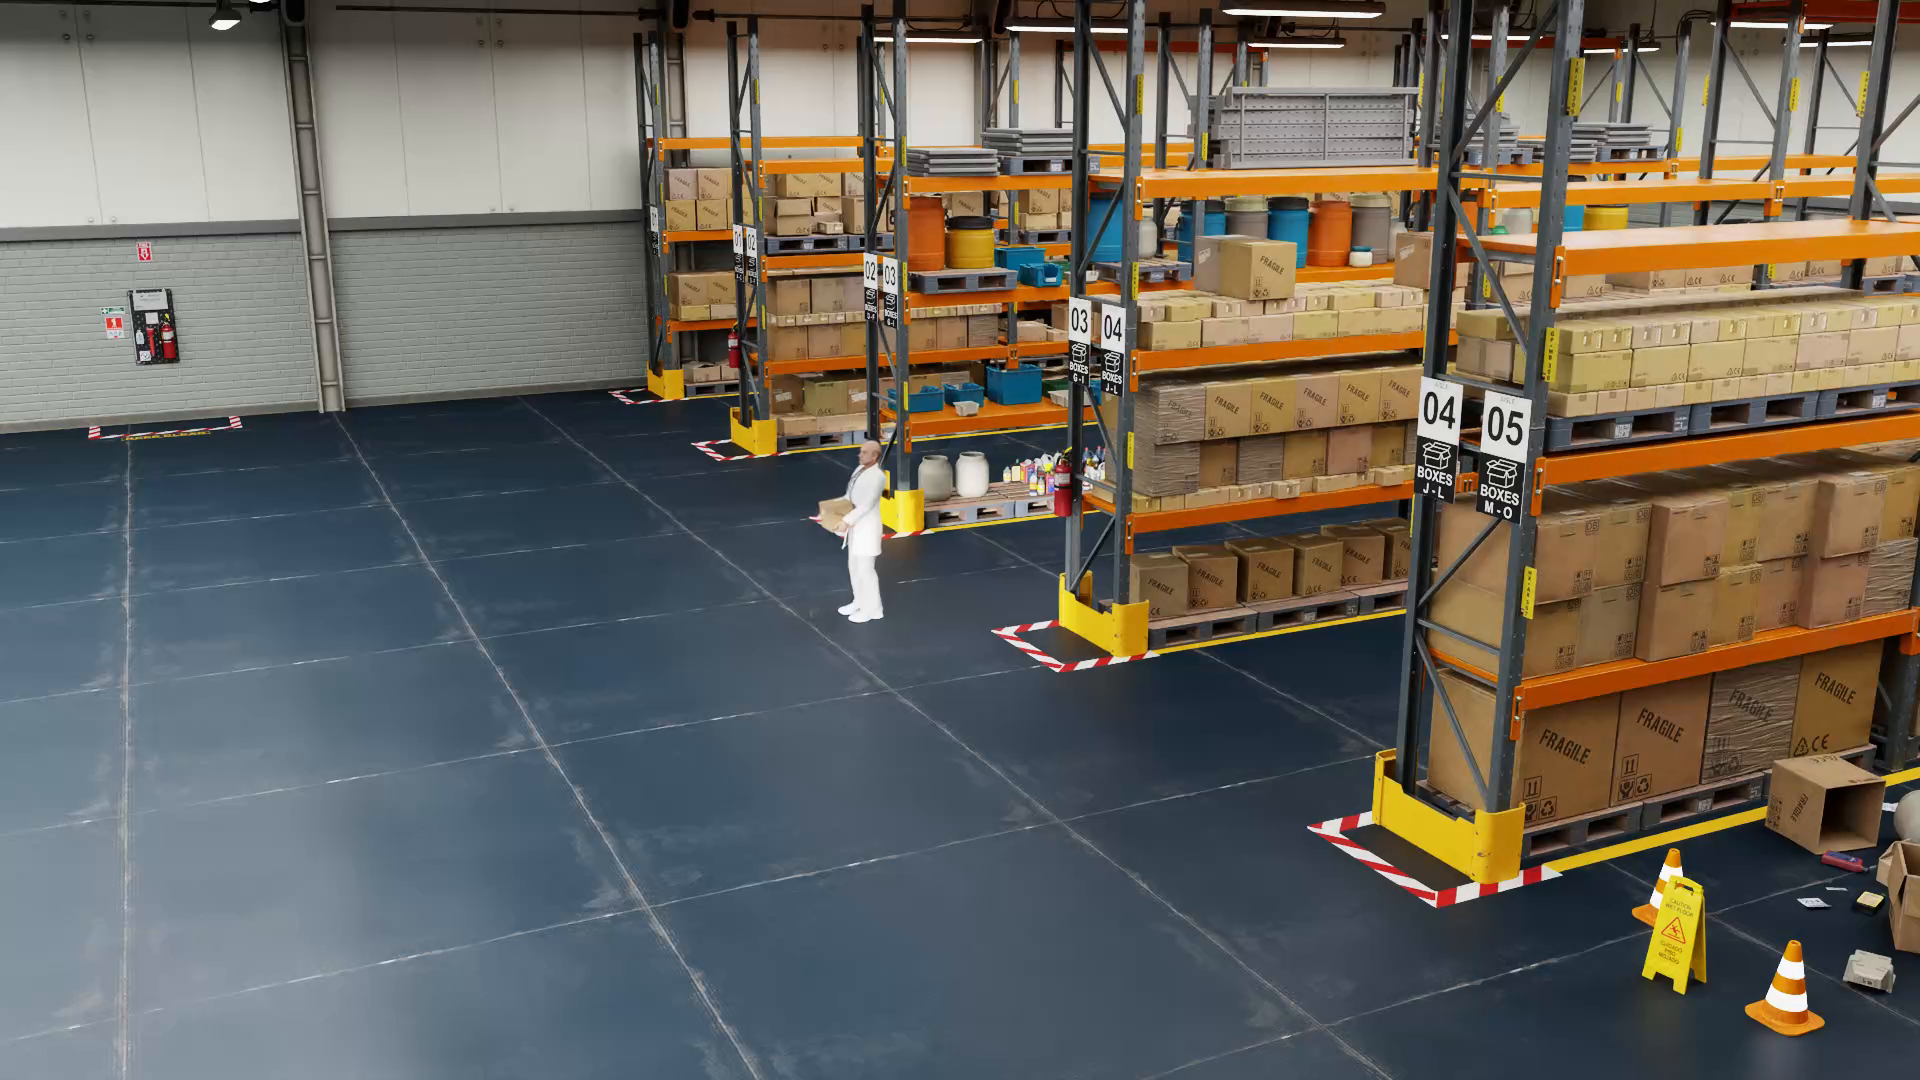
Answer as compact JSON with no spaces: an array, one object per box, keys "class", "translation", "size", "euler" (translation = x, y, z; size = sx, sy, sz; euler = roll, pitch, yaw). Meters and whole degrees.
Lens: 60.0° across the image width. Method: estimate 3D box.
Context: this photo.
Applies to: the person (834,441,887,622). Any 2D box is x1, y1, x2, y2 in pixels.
[{"class":"person","translation":[-1.022,-0.090,16.255],"size":[0.555,1.769,0.531],"euler":[-7,17,-25]}]
